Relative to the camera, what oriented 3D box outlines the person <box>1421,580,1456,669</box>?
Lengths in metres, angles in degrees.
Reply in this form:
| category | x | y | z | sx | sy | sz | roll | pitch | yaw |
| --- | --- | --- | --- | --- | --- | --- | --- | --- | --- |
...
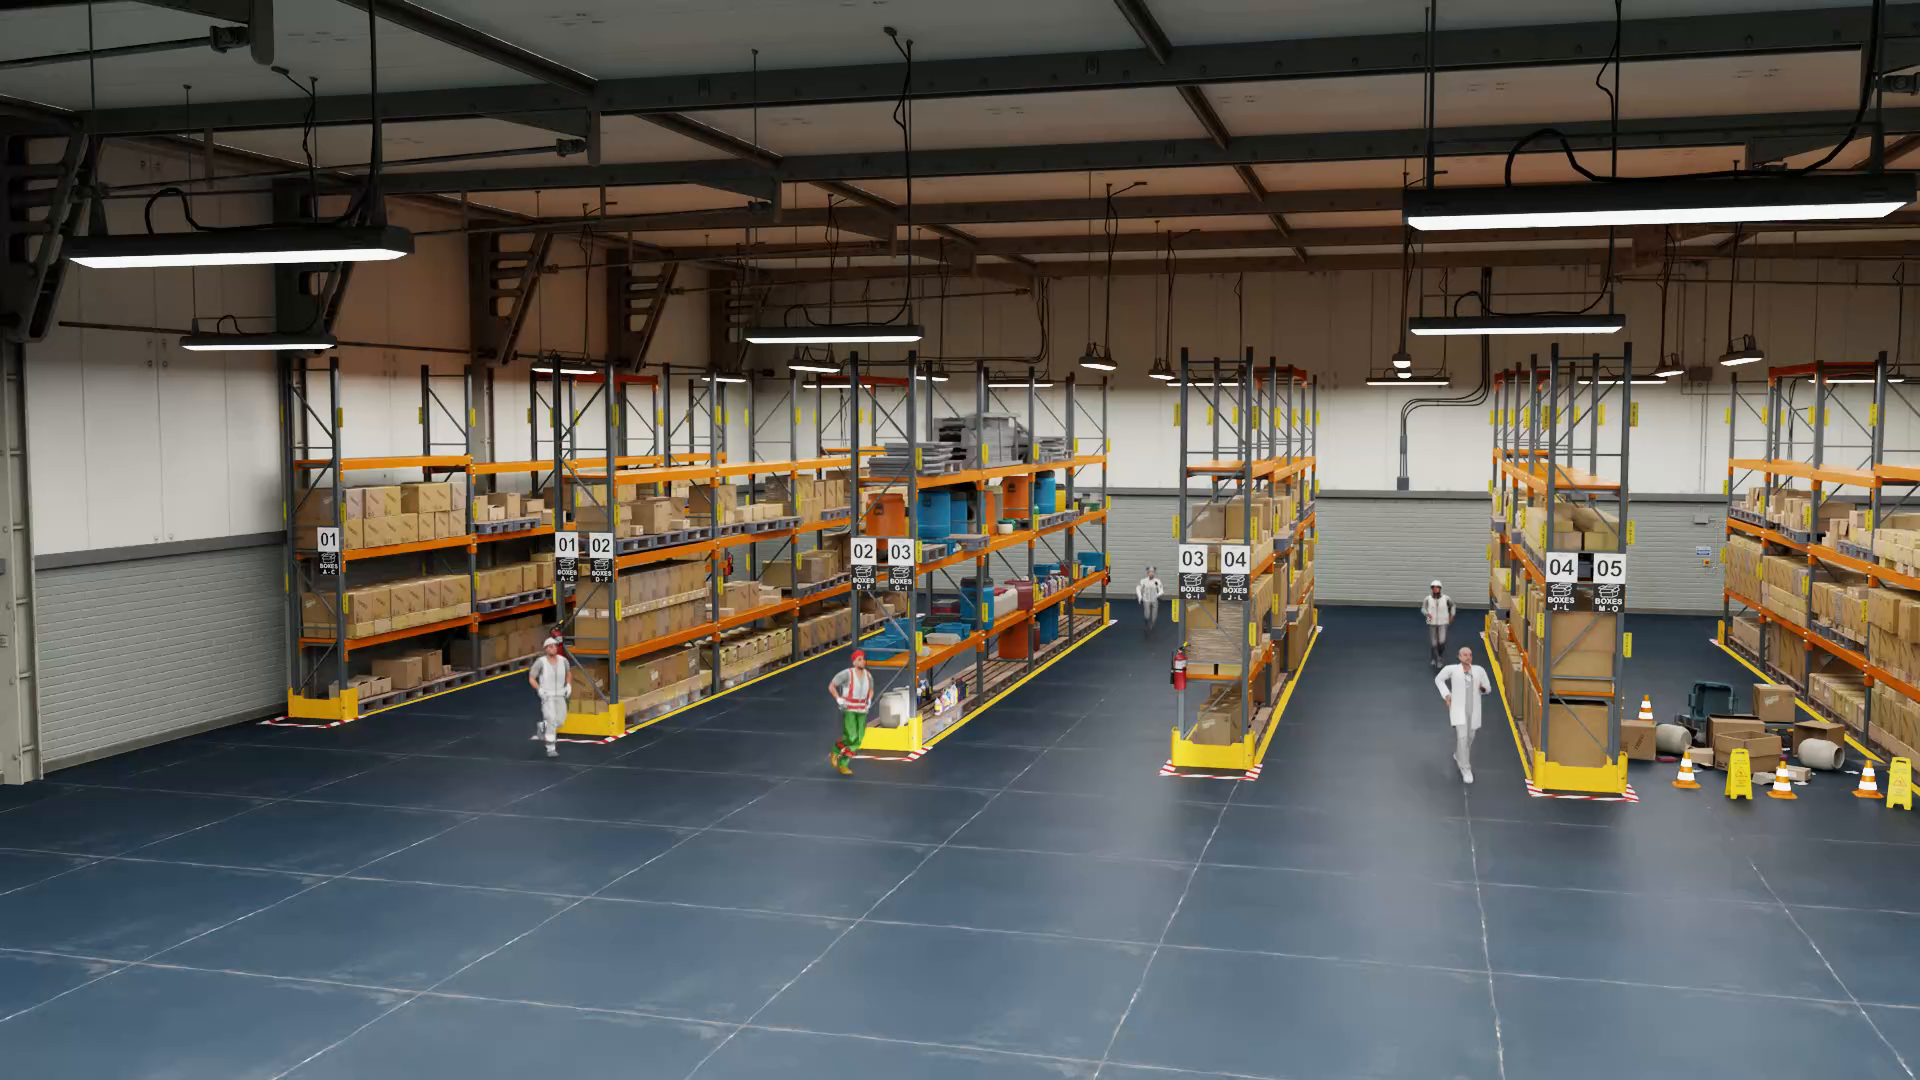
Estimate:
| category | x | y | z | sx | sy | sz | roll | pitch | yaw |
| --- | --- | --- | --- | --- | --- | --- | --- | --- | --- |
| person | 9.572 | 1.693 | 33.311 | 0.667 | 1.764 | 0.686 | 2 | 4 | 20 |

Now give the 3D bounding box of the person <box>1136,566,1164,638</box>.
| category | x | y | z | sx | sy | sz | roll | pitch | yaw |
| --- | --- | --- | --- | --- | --- | --- | --- | --- | --- |
| person | 4.303 | 1.409 | 37.555 | 0.600 | 1.657 | 0.577 | 0 | 4 | 0 |

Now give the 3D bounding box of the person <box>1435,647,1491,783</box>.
| category | x | y | z | sx | sy | sz | roll | pitch | yaw |
| --- | --- | --- | --- | --- | --- | --- | --- | --- | --- |
| person | 7.025 | 2.391 | 23.124 | 0.699 | 1.806 | 0.948 | 0 | 4 | -3 |

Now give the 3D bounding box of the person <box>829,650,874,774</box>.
| category | x | y | z | sx | sy | sz | roll | pitch | yaw |
| --- | --- | --- | --- | --- | --- | --- | --- | --- | --- |
| person | -1.490 | 2.414 | 23.481 | 0.674 | 1.730 | 0.561 | -3 | 5 | -37 |

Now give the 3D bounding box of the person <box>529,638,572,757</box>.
| category | x | y | z | sx | sy | sz | roll | pitch | yaw |
| --- | --- | --- | --- | --- | --- | --- | --- | --- | --- |
| person | -6.092 | 2.318 | 24.728 | 0.677 | 1.761 | 0.688 | -3 | 5 | -39 |
